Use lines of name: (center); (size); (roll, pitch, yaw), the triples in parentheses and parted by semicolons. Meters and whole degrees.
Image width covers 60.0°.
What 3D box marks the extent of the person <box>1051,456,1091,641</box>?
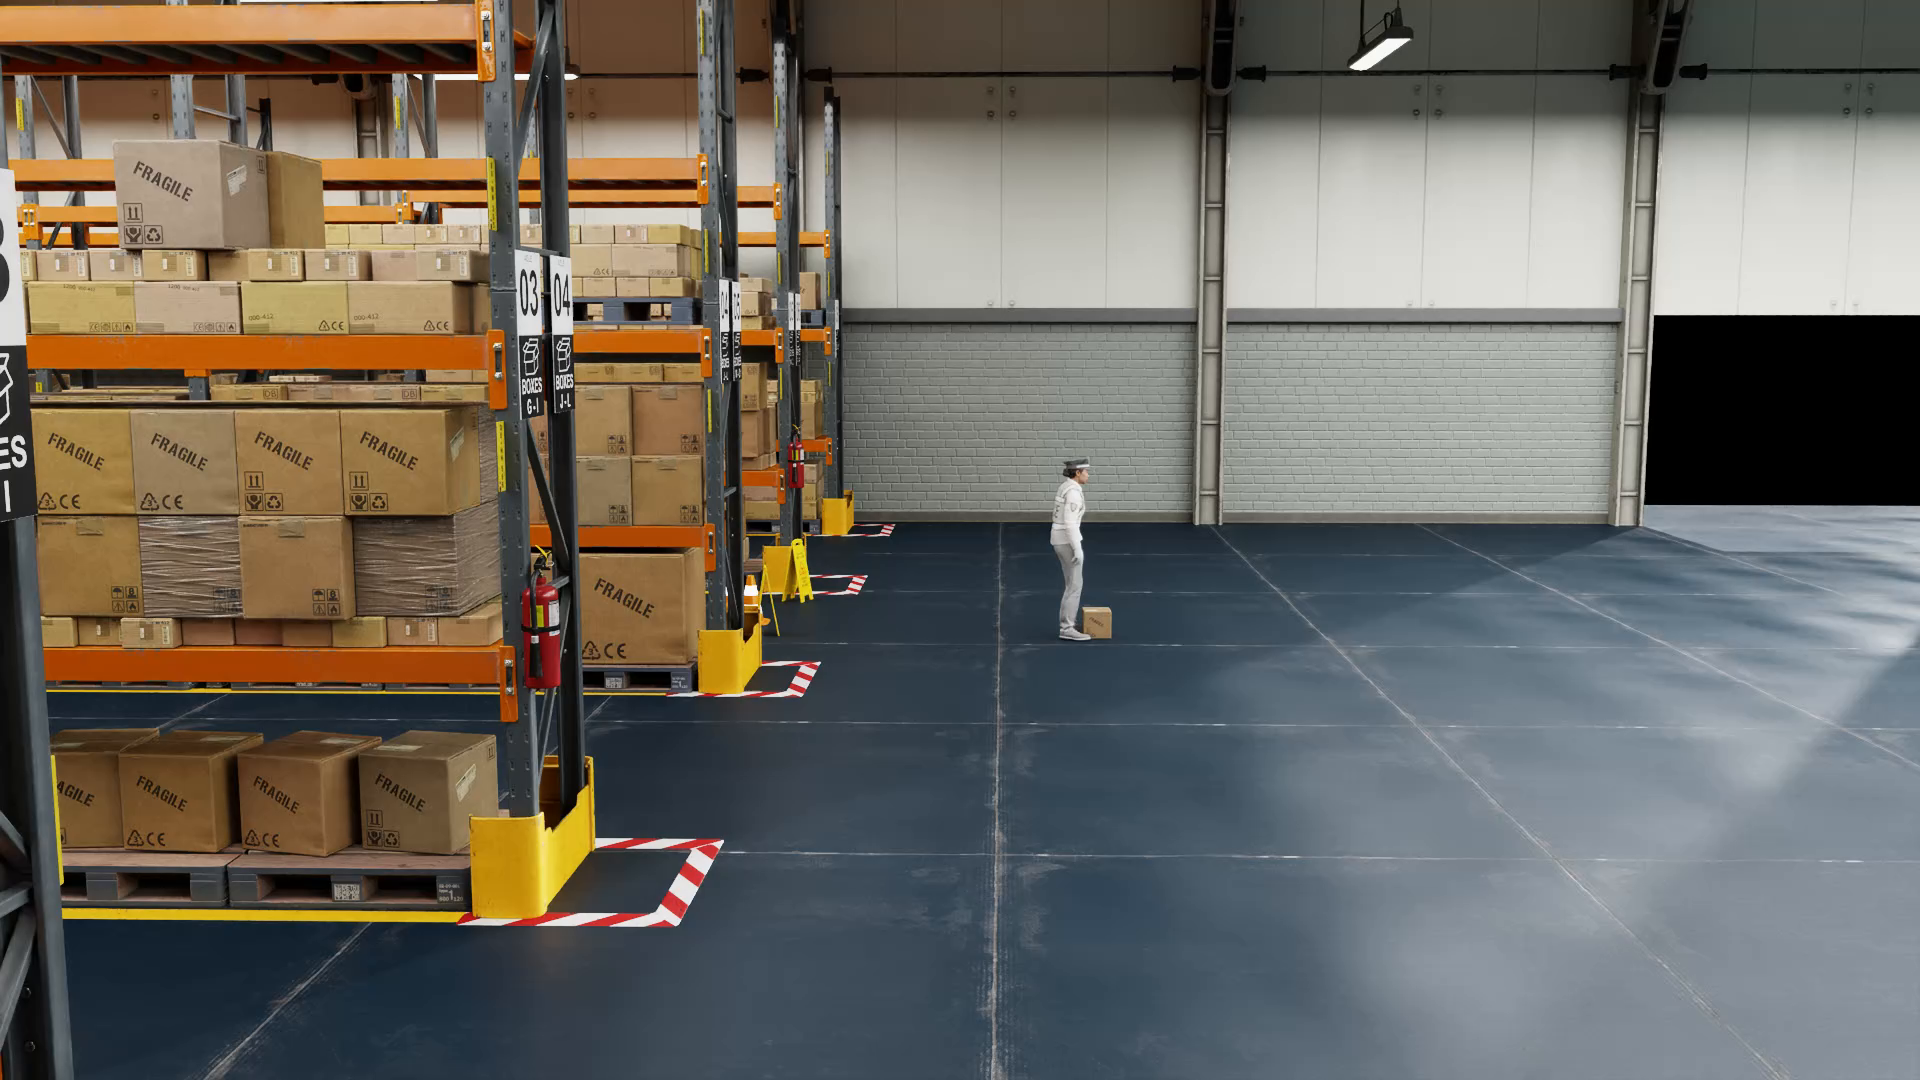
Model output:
person: (1.041, 0.062, 15.271); (0.409, 1.667, 0.547); (0, 7, -2)
